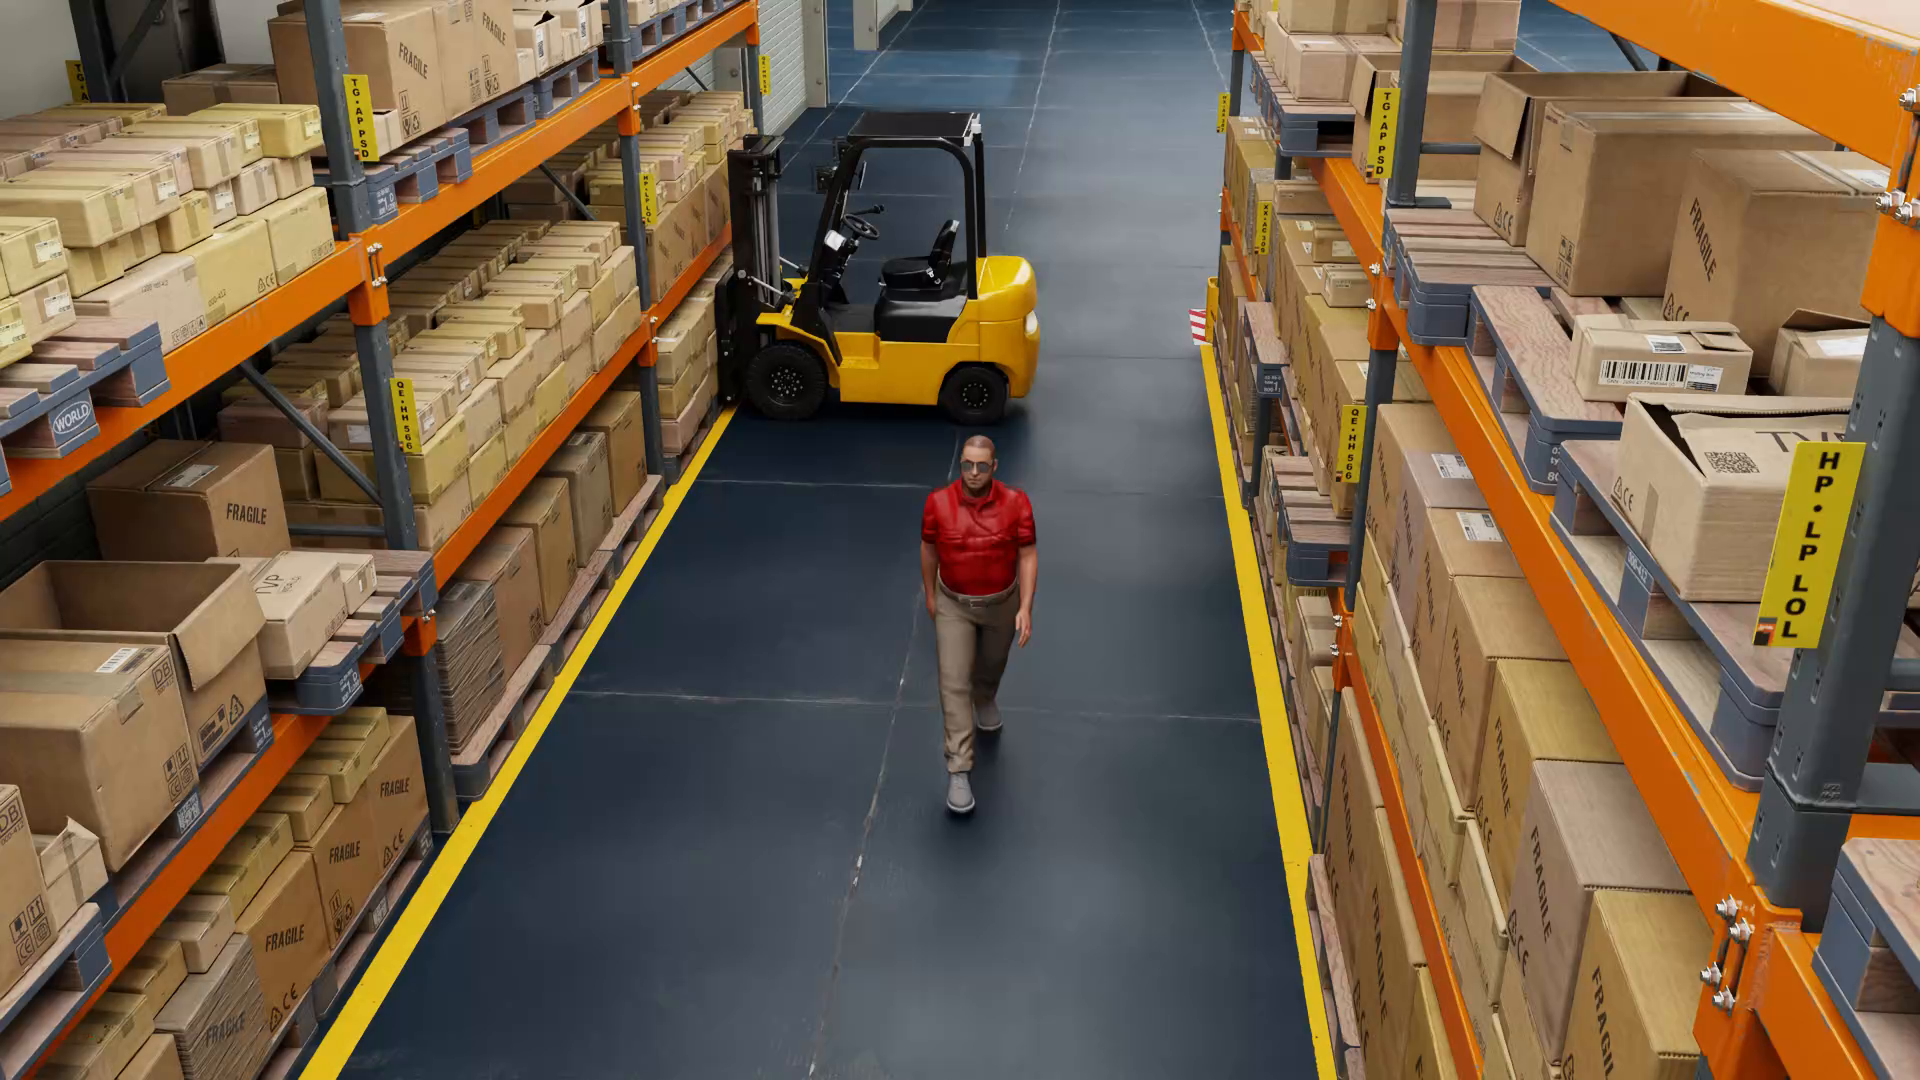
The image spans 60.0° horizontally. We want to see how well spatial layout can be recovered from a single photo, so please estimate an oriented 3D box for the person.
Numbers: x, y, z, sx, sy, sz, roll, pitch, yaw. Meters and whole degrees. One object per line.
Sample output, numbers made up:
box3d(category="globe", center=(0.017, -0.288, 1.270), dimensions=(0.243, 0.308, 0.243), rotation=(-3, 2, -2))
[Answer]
box3d(category="person", center=(0.096, 0.321, 7.883), dimensions=(0.548, 1.661, 1.055), rotation=(-2, 24, -3))
